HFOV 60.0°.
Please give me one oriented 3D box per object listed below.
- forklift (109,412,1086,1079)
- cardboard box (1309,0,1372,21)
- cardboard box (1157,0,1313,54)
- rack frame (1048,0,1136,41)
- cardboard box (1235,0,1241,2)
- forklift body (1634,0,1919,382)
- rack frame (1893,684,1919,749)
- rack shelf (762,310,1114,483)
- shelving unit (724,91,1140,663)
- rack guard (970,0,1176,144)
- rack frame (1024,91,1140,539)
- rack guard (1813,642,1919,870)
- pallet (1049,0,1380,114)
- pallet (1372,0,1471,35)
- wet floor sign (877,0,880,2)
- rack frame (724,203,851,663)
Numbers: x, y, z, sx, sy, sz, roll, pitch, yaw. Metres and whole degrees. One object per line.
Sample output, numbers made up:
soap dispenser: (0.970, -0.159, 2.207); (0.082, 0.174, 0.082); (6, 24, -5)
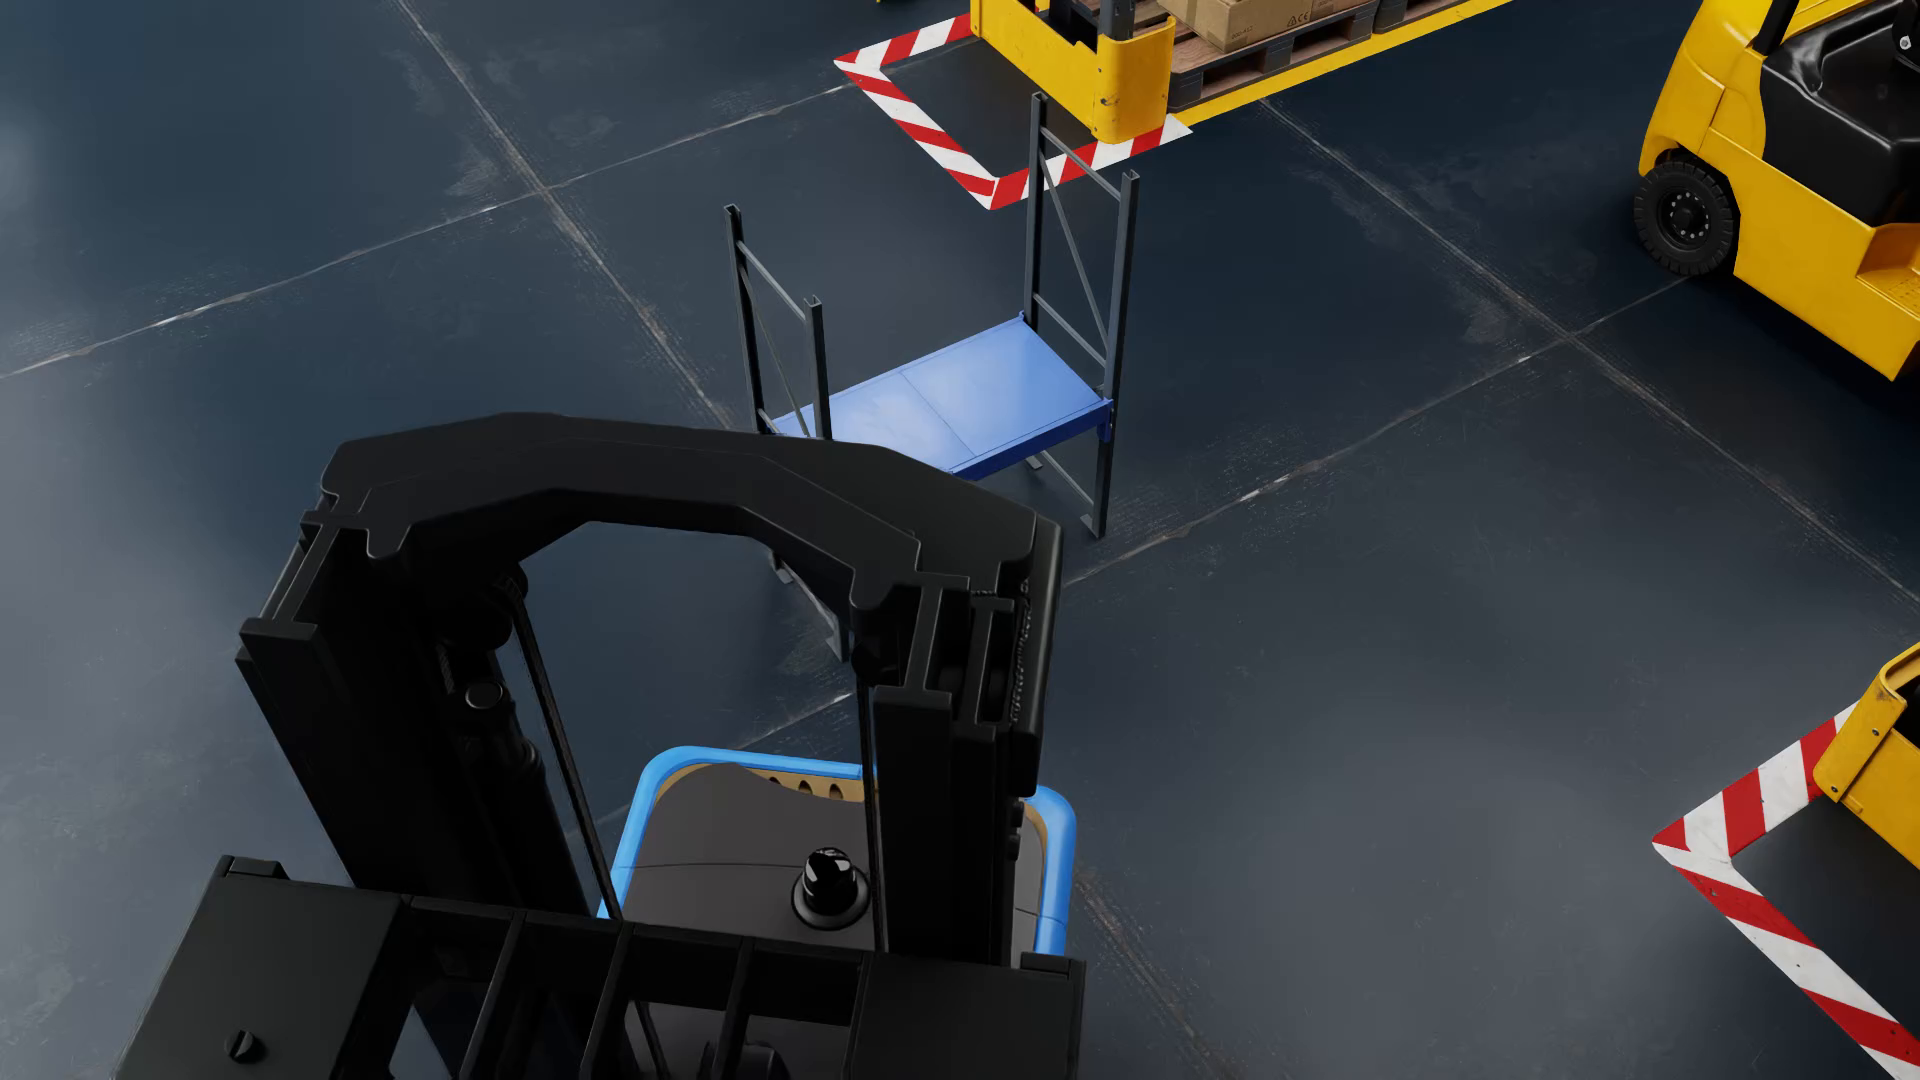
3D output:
forklift: (-0.426, 1.354, 2.582); (1.130, 2.935, 3.031); (6, 49, 5)
cardboard box: (1.683, -2.692, 7.699); (0.500, 0.250, 0.500); (-23, 52, -20)
cardboard box: (1.248, -2.494, 7.522); (0.500, 0.250, 0.500); (-26, 53, -21)
rack frame: (0.418, -3.122, 6.522); (0.127, 3.000, 1.000); (-25, 53, -21)
cardboard box: (1.267, -2.753, 7.251); (0.500, 0.500, 0.500); (-27, 54, -22)
forklift body: (3.700, -1.614, 5.747); (1.214, 2.155, 2.313); (-25, 53, -21)
rack frame: (3.070, 0.012, 3.731); (0.127, 3.000, 1.000); (-25, 53, -21)
rack shelf: (-0.072, -0.345, 5.294); (1.000, 0.185, 0.538); (-25, 53, -21)
shelving unit: (-0.072, -0.465, 5.160); (1.048, 1.500, 0.538); (-25, 53, -21)
rack guard: (0.482, -2.321, 7.482); (0.348, 0.500, 1.175); (-25, 53, -21)
rack frame: (0.358, -0.667, 5.340); (0.032, 1.500, 0.500); (-25, 53, -21)
rack guard: (3.049, 0.853, 4.656); (0.348, 0.500, 1.175); (-25, 53, -21)
pallet: (1.188, -2.526, 7.858); (1.213, 0.211, 1.003); (-25, 53, -21)
pallet: (2.219, -3.009, 8.289); (1.213, 0.211, 1.003); (-25, 53, -21)
wet floor sign: (-0.314, -2.939, 7.935); (0.232, 0.644, 0.267); (-9, 49, -8)
rack frame: (-0.502, -0.262, 4.979); (0.032, 1.500, 0.500); (-25, 53, -21)
